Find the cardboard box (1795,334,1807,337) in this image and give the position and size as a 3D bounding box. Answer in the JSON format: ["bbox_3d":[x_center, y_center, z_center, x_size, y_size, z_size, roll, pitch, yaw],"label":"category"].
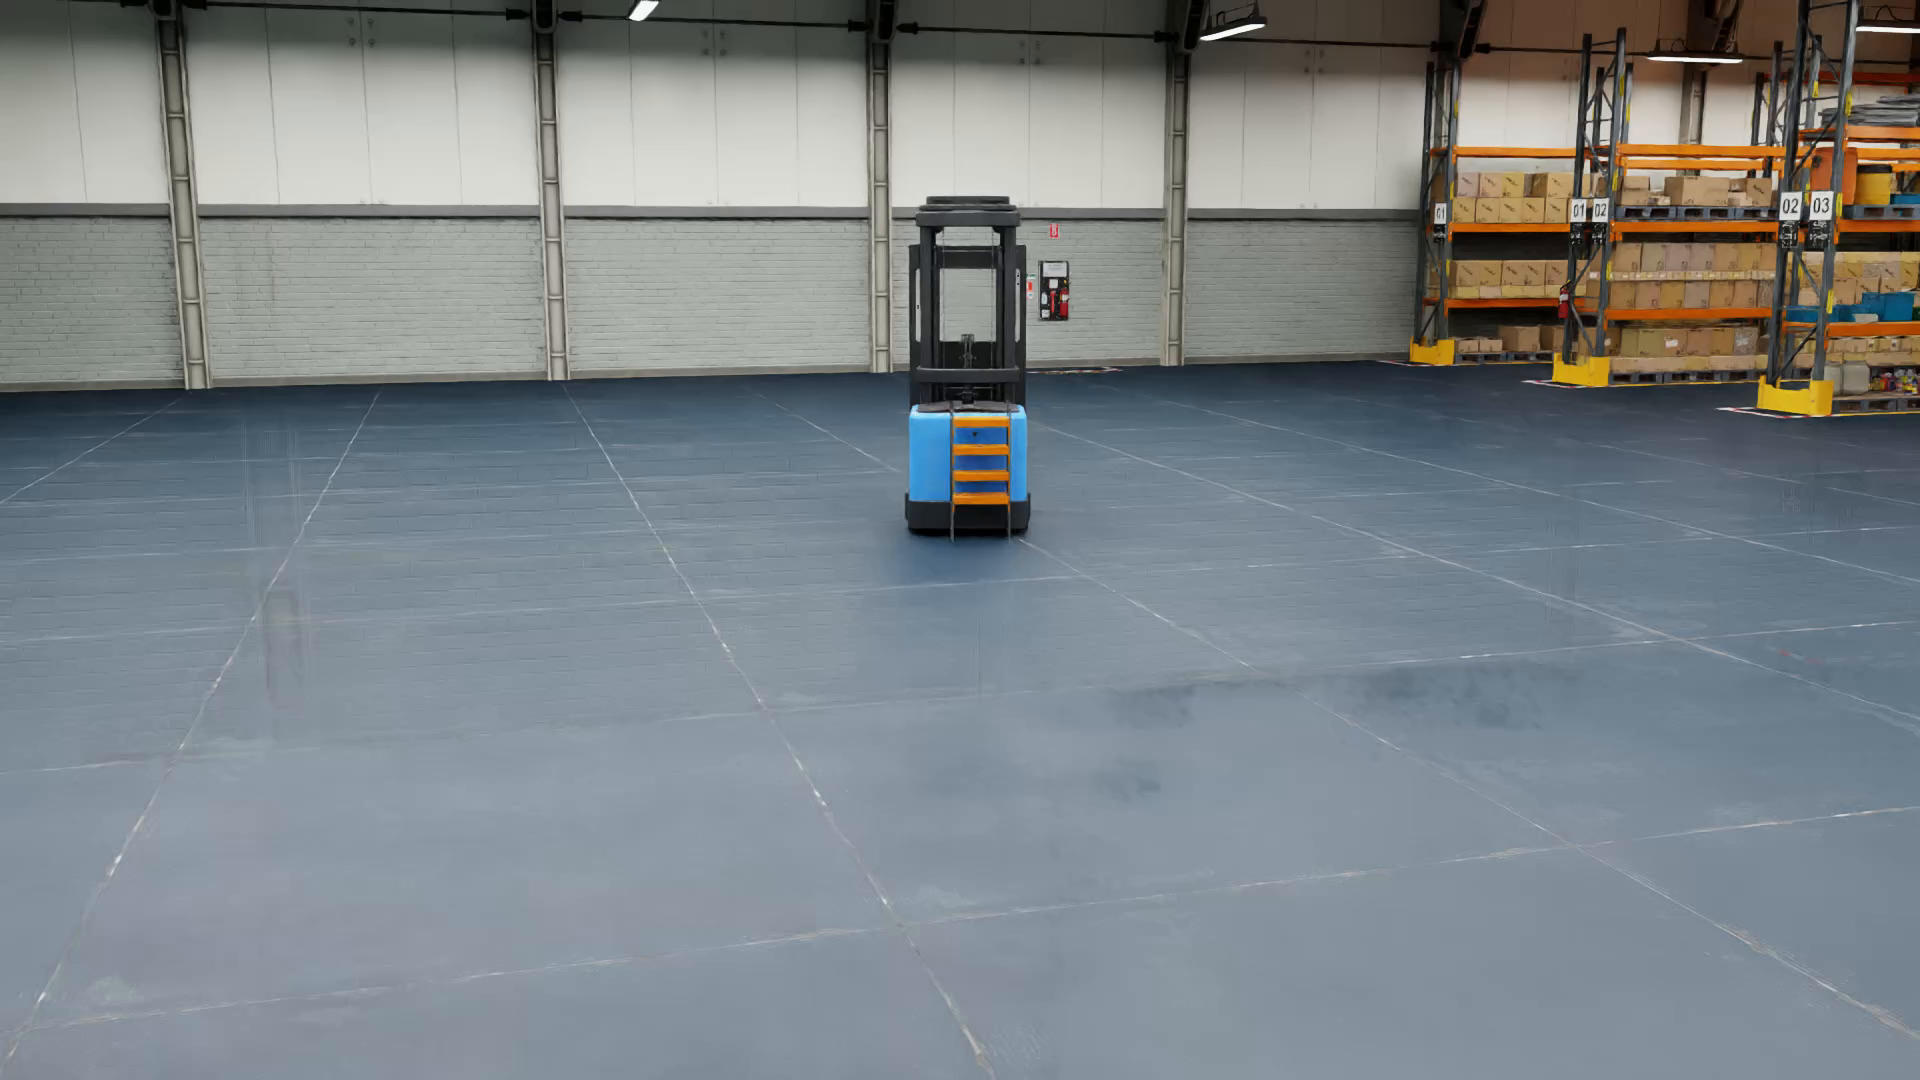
[{"bbox_3d":[15.621,-3.674,30.908,0.500,0.311,0.500,-3,11,-14],"label":"cardboard box"}]

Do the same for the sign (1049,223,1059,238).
[{"bbox_3d":[1.836,-6.026,32.392,0.199,0.298,0.001,-3,11,-16],"label":"sign"}]

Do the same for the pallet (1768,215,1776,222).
[{"bbox_3d":[17.870,-6.934,35.965,1.003,0.211,1.213,-2,11,-13],"label":"pallet"}]

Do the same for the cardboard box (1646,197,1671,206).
[{"bbox_3d":[12.152,-5.900,28.975,0.250,0.149,0.380,-3,11,-16],"label":"cardboard box"}]

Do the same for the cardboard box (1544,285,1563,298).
[{"bbox_3d":[12.097,-5.115,34.207,0.500,0.250,0.500,-3,11,-16],"label":"cardboard box"}]

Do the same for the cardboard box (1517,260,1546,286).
[{"bbox_3d":[11.595,-5.458,34.001,0.500,0.500,0.500,-3,11,-14],"label":"cardboard box"}]

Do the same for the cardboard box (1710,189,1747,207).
[{"bbox_3d":[13.738,-6.146,29.865,0.500,0.311,0.500,-4,11,-19],"label":"cardboard box"}]

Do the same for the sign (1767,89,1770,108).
[{"bbox_3d":[14.651,-7.989,30.091,0.005,0.325,0.100,-3,11,-16],"label":"sign"}]

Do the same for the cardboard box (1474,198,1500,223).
[{"bbox_3d":[10.502,-6.634,33.481,0.500,0.500,0.500,-2,11,-12],"label":"cardboard box"}]

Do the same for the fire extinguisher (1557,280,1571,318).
[{"bbox_3d":[10.730,-4.281,29.530,0.183,0.674,0.296,-3,11,-16],"label":"fire extinguisher"}]

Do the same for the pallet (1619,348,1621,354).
[{"bbox_3d":[14.173,-3.976,35.361,1.213,0.211,1.003,-3,11,-16],"label":"pallet"}]

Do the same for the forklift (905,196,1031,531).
[{"bbox_3d":[0.071,-1.743,15.718,1.130,2.935,3.031,0,10,0],"label":"forklift"}]

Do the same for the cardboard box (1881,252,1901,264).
[{"bbox_3d":[20.237,-6.194,36.485,0.500,0.250,0.500,-3,11,-15],"label":"cardboard box"}]

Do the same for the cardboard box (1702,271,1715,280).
[{"bbox_3d":[13.139,-4.686,29.448,0.250,0.149,0.380,-3,11,-14],"label":"cardboard box"}]

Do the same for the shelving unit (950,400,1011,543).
[{"bbox_3d":[0.174,-0.588,14.229,0.503,1.200,0.258,-1,10,-4],"label":"shelving unit"}]

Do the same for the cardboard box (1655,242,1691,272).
[{"bbox_3d":[12.463,-5.009,29.410,0.500,0.500,0.700,-3,11,-16],"label":"cardboard box"}]

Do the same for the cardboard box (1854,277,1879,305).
[{"bbox_3d":[16.543,-4.584,30.686,0.500,0.500,0.500,-3,11,-16],"label":"cardboard box"}]

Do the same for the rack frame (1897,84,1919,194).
[{"bbox_3d":[21.107,-8.663,36.549,0.127,3.000,1.000,-3,11,-16],"label":"rack frame"}]

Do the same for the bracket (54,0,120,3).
[{"bbox_3d":[-15.817,-8.583,26.175,4.783,0.066,0.076,-3,11,-16],"label":"bracket"}]

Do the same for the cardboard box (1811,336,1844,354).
[{"bbox_3d":[15.763,-3.579,30.388,0.500,0.311,0.500,-3,11,-17],"label":"cardboard box"}]

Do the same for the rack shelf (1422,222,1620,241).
[{"bbox_3d":[11.506,-6.328,34.137,4.000,0.370,1.077,-3,11,-16],"label":"rack shelf"}]

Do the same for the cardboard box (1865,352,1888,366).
[{"bbox_3d":[16.747,-3.356,30.728,0.500,0.250,0.500,-3,11,-15],"label":"cardboard box"}]

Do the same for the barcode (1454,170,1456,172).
[{"bbox_3d":[10.127,-7.539,34.036,0.075,0.075,0.001,-3,11,-16],"label":"barcode"}]

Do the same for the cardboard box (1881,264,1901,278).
[{"bbox_3d":[20.247,-5.823,36.540,0.500,0.500,0.500,-3,11,-15],"label":"cardboard box"}]

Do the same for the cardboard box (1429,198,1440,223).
[{"bbox_3d":[9.915,-6.704,33.865,0.500,0.500,0.500,-2,11,-12],"label":"cardboard box"}]

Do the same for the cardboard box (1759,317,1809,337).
[{"bbox_3d":[18.009,-4.674,36.228,0.750,0.750,0.750,-3,11,-17],"label":"cardboard box"}]

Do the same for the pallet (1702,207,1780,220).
[{"bbox_3d":[14.002,-5.831,29.694,1.213,0.211,1.003,-3,11,-16],"label":"pallet"}]

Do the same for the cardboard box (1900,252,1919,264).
[{"bbox_3d":[20.730,-6.218,36.617,0.500,0.250,0.500,-3,11,-15],"label":"cardboard box"}]

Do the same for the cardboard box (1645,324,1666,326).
[{"bbox_3d":[14.610,-4.370,35.487,0.500,0.500,0.700,-3,11,-17],"label":"cardboard box"}]

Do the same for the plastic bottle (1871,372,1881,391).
[{"bbox_3d":[14.102,-2.442,25.613,0.133,0.283,0.061,-3,11,-15],"label":"plastic bottle"}]

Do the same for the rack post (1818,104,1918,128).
[{"bbox_3d":[13.116,-6.104,24.029,0.954,0.300,0.937,-2,11,-10],"label":"rack post"}]

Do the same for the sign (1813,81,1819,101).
[{"bbox_3d":[14.946,-7.837,29.044,0.005,0.325,0.100,-3,11,-16],"label":"sign"}]

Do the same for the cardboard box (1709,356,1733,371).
[{"bbox_3d":[13.471,-3.188,29.814,0.500,0.250,0.500,-3,11,-16],"label":"cardboard box"}]

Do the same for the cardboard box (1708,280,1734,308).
[{"bbox_3d":[13.402,-4.420,29.794,0.500,0.500,0.700,-3,11,-15],"label":"cardboard box"}]

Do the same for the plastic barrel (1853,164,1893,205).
[{"bbox_3d":[13.413,-5.237,24.545,0.600,0.588,0.600,0,10,0],"label":"plastic barrel"}]

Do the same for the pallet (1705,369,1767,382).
[{"bbox_3d":[14.039,-3.042,30.290,1.213,0.211,1.003,-3,11,-16],"label":"pallet"}]

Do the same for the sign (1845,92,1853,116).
[{"bbox_3d":[12.504,-6.135,23.394,0.005,0.325,0.100,-3,11,-16],"label":"sign"}]

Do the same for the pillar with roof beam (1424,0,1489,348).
[{"bbox_3d":[11.219,-7.493,30.195,0.548,9.000,9.100,-3,11,-16],"label":"pillar with roof beam"}]

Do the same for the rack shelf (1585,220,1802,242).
[{"bbox_3d":[12.894,-5.467,29.460,4.000,0.370,1.077,-3,11,-16],"label":"rack shelf"}]

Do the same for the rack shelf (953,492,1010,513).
[{"bbox_3d":[0.174,-0.327,14.277,0.480,0.148,0.258,-1,10,-4],"label":"rack shelf"}]

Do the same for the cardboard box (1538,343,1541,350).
[{"bbox_3d":[11.885,-4.044,34.691,0.250,0.149,0.380,-4,11,-21],"label":"cardboard box"}]

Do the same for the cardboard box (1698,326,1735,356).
[{"bbox_3d":[13.468,-3.559,29.758,0.500,0.500,0.500,-3,11,-16],"label":"cardboard box"}]

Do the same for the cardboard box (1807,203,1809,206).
[{"bbox_3d":[15.408,-6.084,30.081,0.500,0.250,0.500,-2,11,-10],"label":"cardboard box"}]

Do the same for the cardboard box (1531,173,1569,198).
[{"bbox_3d":[11.999,-7.203,33.813,0.500,0.500,0.500,-3,11,-18],"label":"cardboard box"}]

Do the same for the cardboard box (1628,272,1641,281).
[{"bbox_3d":[11.663,-4.609,29.029,0.250,0.149,0.380,-3,11,-17],"label":"cardboard box"}]

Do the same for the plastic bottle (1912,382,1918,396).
[{"bbox_3d":[14.282,-2.266,24.885,0.097,0.201,0.097,0,10,0],"label":"plastic bottle"}]

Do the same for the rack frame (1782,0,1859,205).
[{"bbox_3d":[12.354,-6.333,23.896,0.127,3.000,1.000,-3,11,-16],"label":"rack frame"}]

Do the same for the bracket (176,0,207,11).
[{"bbox_3d":[-12.530,-8.756,27.116,0.430,0.232,0.235,-3,11,-16],"label":"bracket"}]

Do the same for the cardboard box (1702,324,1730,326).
[{"bbox_3d":[13.803,-3.674,30.383,0.500,0.500,0.500,-3,11,-16],"label":"cardboard box"}]
